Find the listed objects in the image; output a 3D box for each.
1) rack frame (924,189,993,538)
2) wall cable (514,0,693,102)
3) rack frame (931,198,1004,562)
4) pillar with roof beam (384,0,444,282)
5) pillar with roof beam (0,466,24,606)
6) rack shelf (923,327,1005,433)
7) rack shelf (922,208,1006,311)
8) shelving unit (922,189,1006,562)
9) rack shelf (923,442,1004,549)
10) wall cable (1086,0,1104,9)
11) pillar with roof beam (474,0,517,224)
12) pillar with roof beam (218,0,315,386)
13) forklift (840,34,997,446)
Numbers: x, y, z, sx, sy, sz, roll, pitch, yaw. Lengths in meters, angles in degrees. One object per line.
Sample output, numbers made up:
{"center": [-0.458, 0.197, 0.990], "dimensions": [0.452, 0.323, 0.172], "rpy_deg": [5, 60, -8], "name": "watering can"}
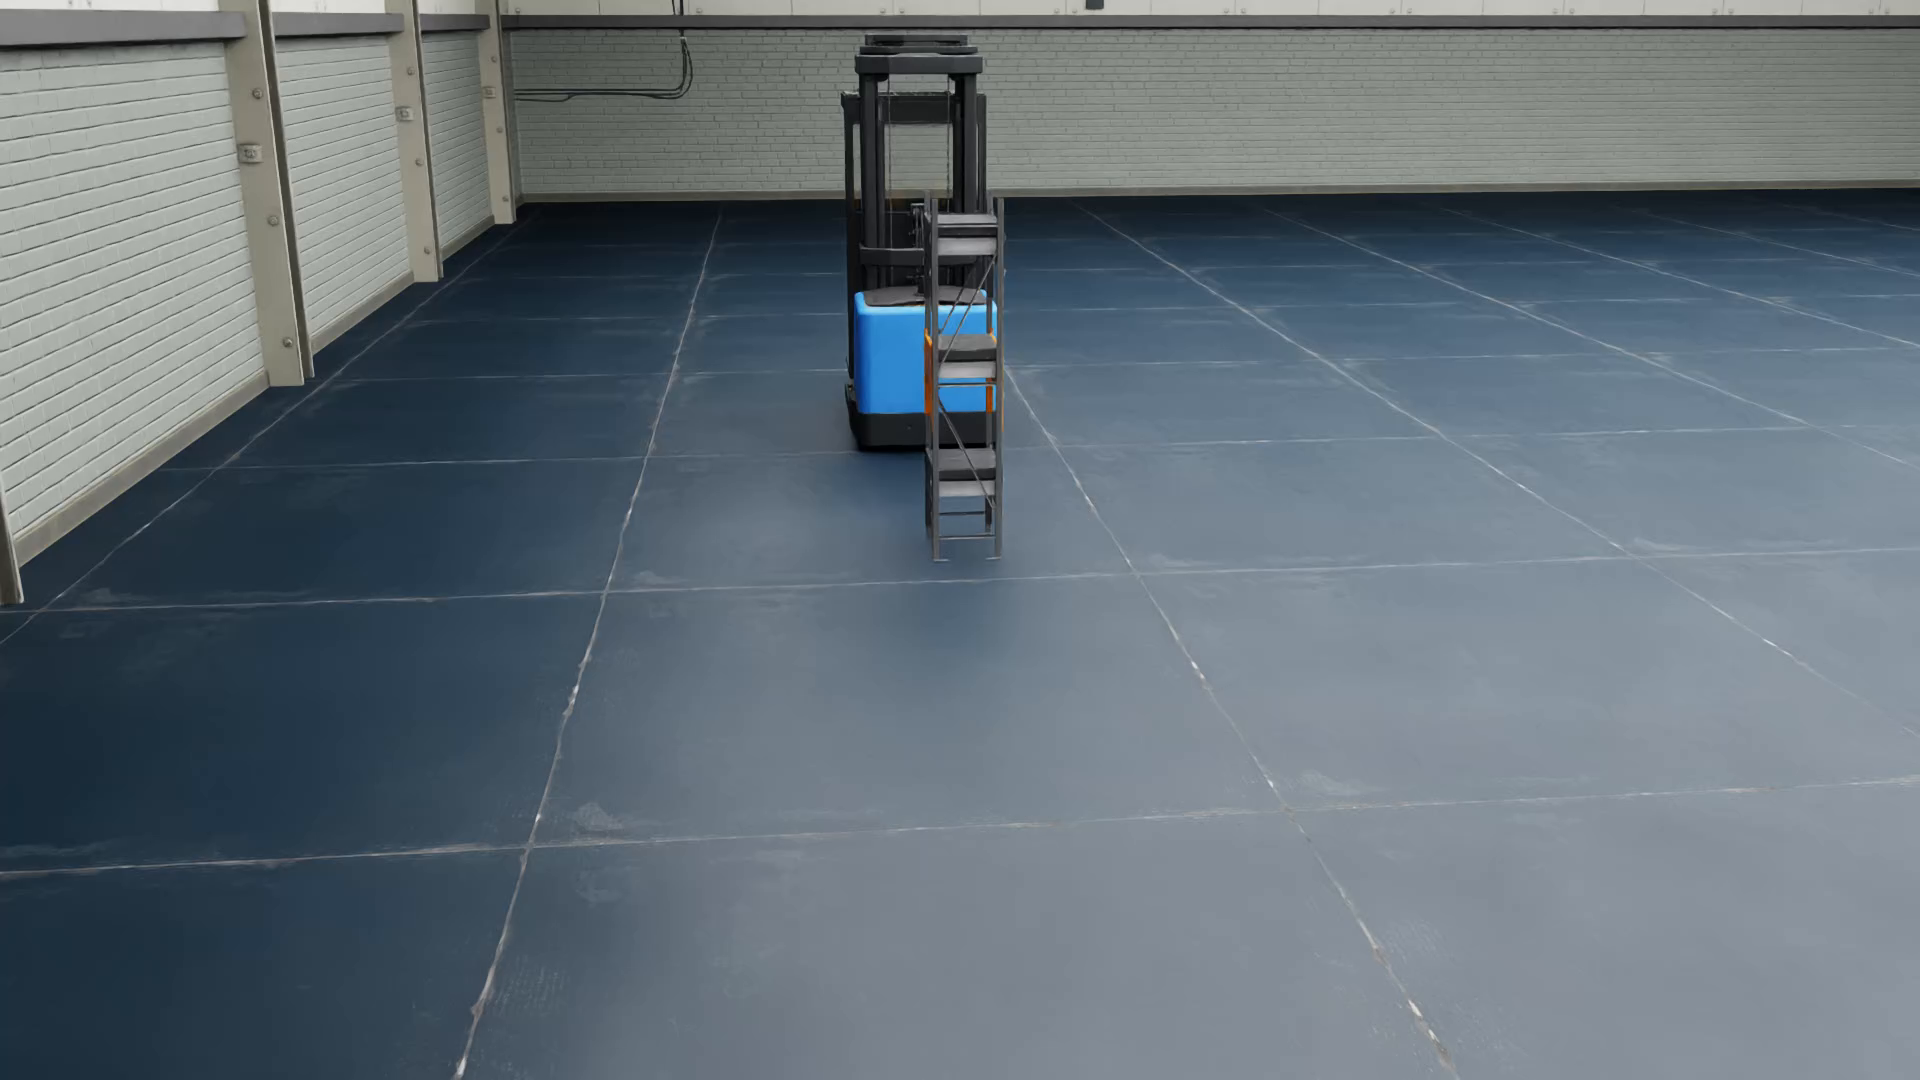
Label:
{"center": [-0.008, -1.025, 9.937], "dimensions": [0.400, 2.100, 0.015], "rpy_deg": [-2, 18, -6], "name": "rack frame"}
{"center": [-6.112, -8.701, 28.051], "dimensions": [3.097, 2.526, 0.112], "rpy_deg": [-2, 18, -6], "name": "wall cable"}
{"center": [0.042, -0.880, 9.474], "dimensions": [0.400, 2.100, 0.015], "rpy_deg": [-2, 18, -6], "name": "rack frame"}
{"center": [-2.222, -7.609, 19.390], "dimensions": [9.100, 9.000, 0.400], "rpy_deg": [-2, 18, -6], "name": "pillar with roof beam"}
{"center": [-0.984, -4.034, 8.002], "dimensions": [9.100, 9.000, 0.400], "rpy_deg": [-2, 18, -6], "name": "pillar with roof beam"}
{"center": [0.017, -0.939, 9.710], "dimensions": [0.431, 0.518, 0.480], "rpy_deg": [-2, 18, -6], "name": "rack shelf"}
{"center": [0.017, -1.607, 9.500], "dimensions": [0.431, 0.518, 0.480], "rpy_deg": [-2, 18, -6], "name": "rack shelf"}
{"center": [0.017, -0.952, 9.705], "dimensions": [0.431, 2.100, 0.503], "rpy_deg": [-2, 18, -6], "name": "shelving unit"}
{"center": [0.017, -0.272, 9.919], "dimensions": [0.431, 0.518, 0.480], "rpy_deg": [-2, 18, -6], "name": "rack shelf"}
{"center": [3.333, -12.093, 27.996], "dimensions": [2.305, 6.003, 0.169], "rpy_deg": [-2, 18, -6], "name": "wall cable"}
{"center": [-2.841, -9.396, 25.084], "dimensions": [9.100, 9.000, 0.400], "rpy_deg": [-2, 18, -6], "name": "pillar with roof beam"}
{"center": [-1.603, -5.821, 13.696], "dimensions": [9.100, 9.000, 0.400], "rpy_deg": [-2, 18, -6], "name": "pillar with roof beam"}
{"center": [-0.367, -2.480, 13.184], "dimensions": [1.130, 2.935, 3.031], "rpy_deg": [-2, 18, -6], "name": "forklift"}
